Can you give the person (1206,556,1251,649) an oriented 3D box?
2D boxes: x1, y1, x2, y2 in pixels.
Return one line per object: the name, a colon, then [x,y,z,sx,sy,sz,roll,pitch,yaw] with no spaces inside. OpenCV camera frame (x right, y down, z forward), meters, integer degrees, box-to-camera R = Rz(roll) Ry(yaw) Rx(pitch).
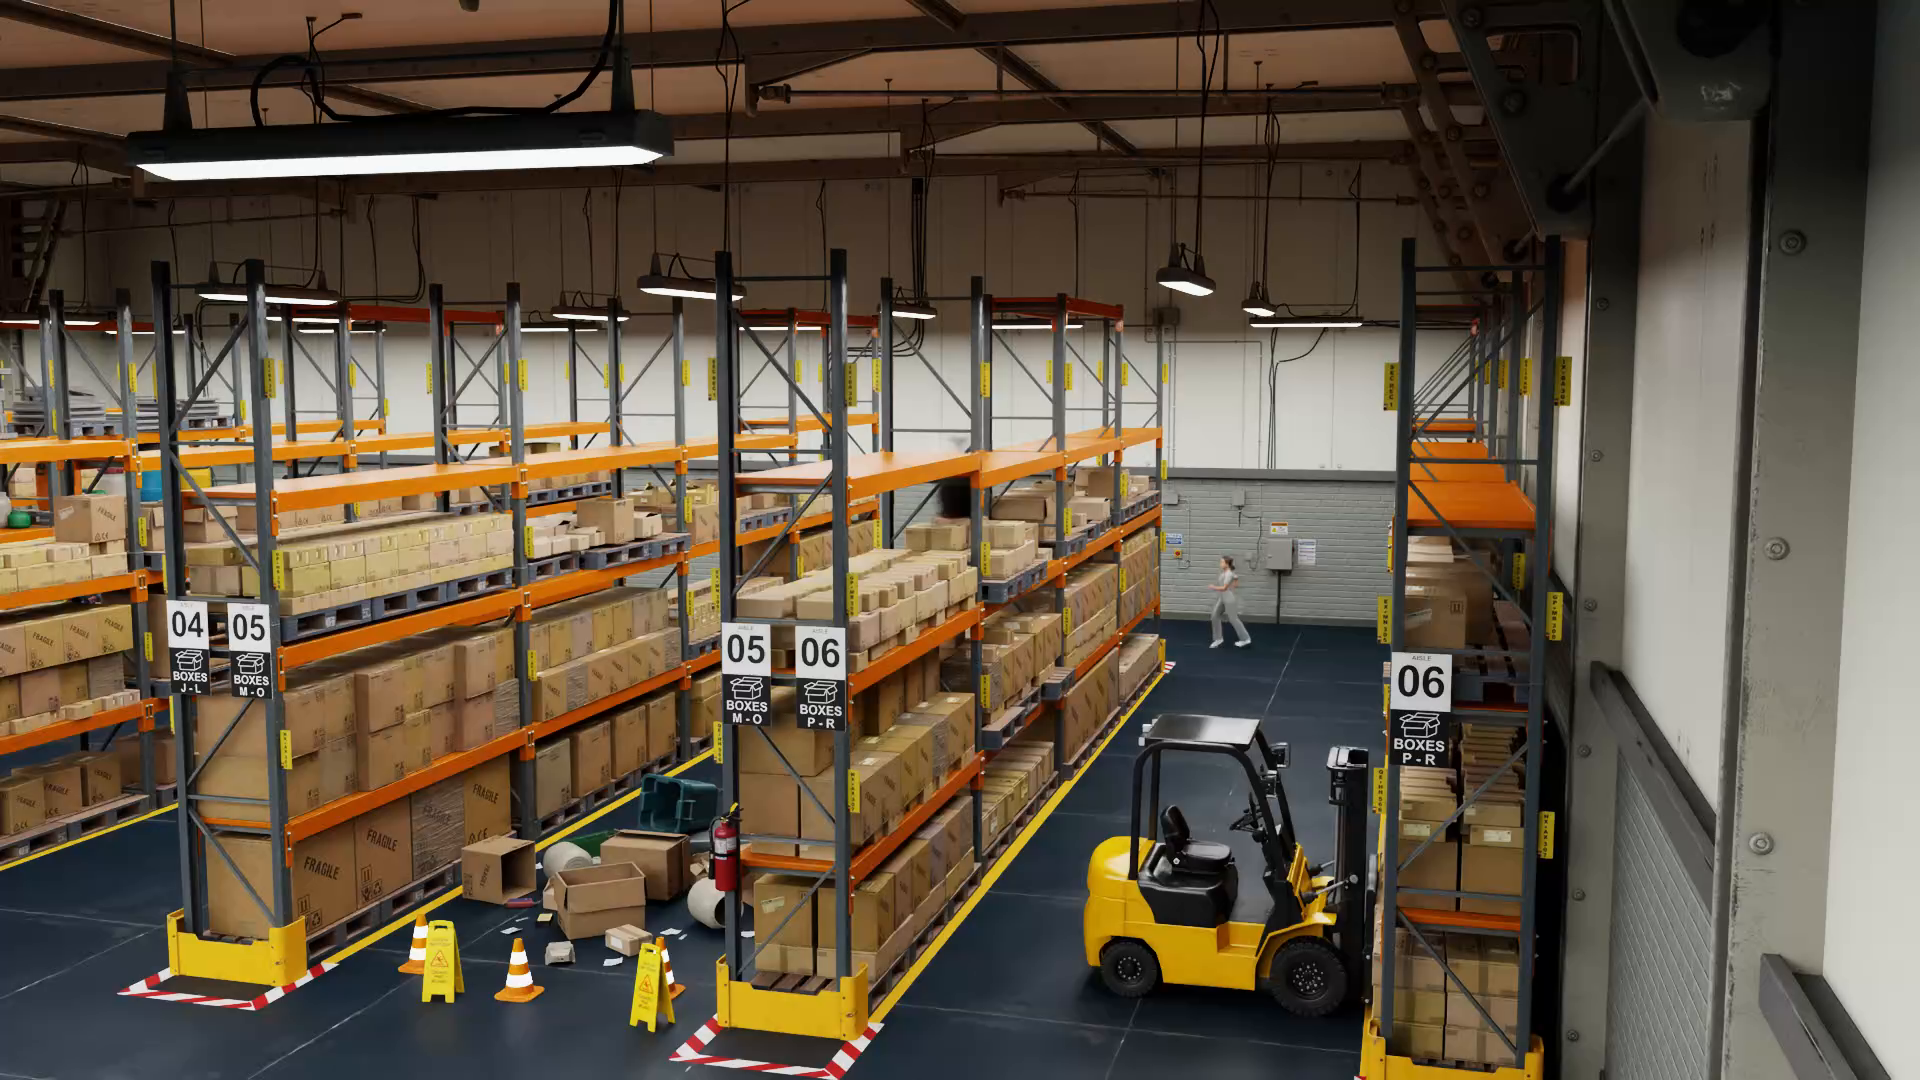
person: [4.873,1.143,30.166,0.839,1.723,0.551,0,6,2]
